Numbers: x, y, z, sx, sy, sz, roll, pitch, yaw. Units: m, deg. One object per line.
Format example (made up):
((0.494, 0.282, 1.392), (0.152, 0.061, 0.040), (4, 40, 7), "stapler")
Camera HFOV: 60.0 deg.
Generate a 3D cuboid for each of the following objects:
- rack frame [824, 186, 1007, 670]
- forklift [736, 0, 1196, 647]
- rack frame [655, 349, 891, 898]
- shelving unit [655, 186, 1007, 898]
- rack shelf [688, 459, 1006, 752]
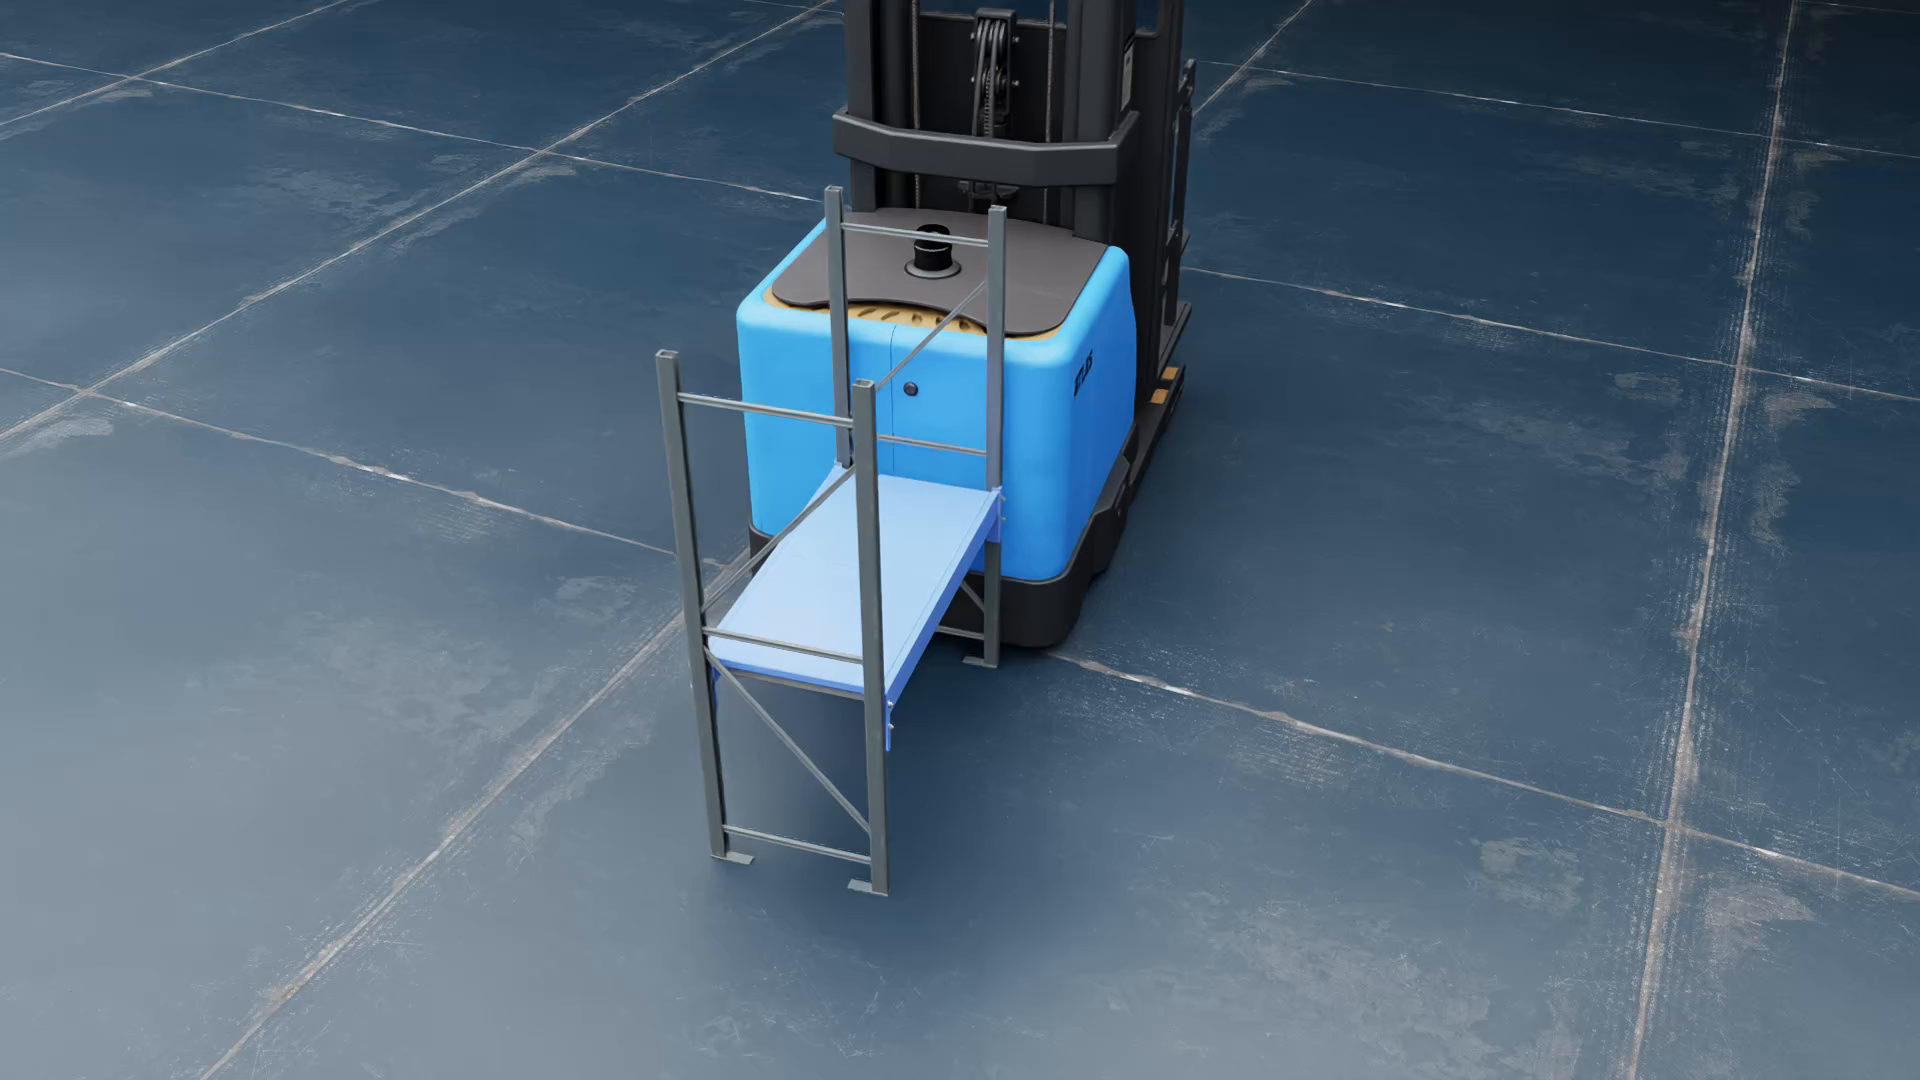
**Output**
((-0.120, -0.275, 4.802), (0.500, 1.500, 0.032), (10, 34, 14), "rack frame")
((0.253, -1.698, 5.666), (1.130, 2.935, 3.031), (10, 34, 14), "forklift")
((-0.423, 0.257, 3.991), (0.500, 1.500, 0.032), (10, 34, 14), "rack frame")
((-0.272, -0.009, 4.397), (0.538, 1.500, 1.048), (10, 34, 14), "shelving unit")
((-0.272, 0.141, 4.495), (0.538, 0.185, 1.000), (10, 34, 14), "rack shelf")
